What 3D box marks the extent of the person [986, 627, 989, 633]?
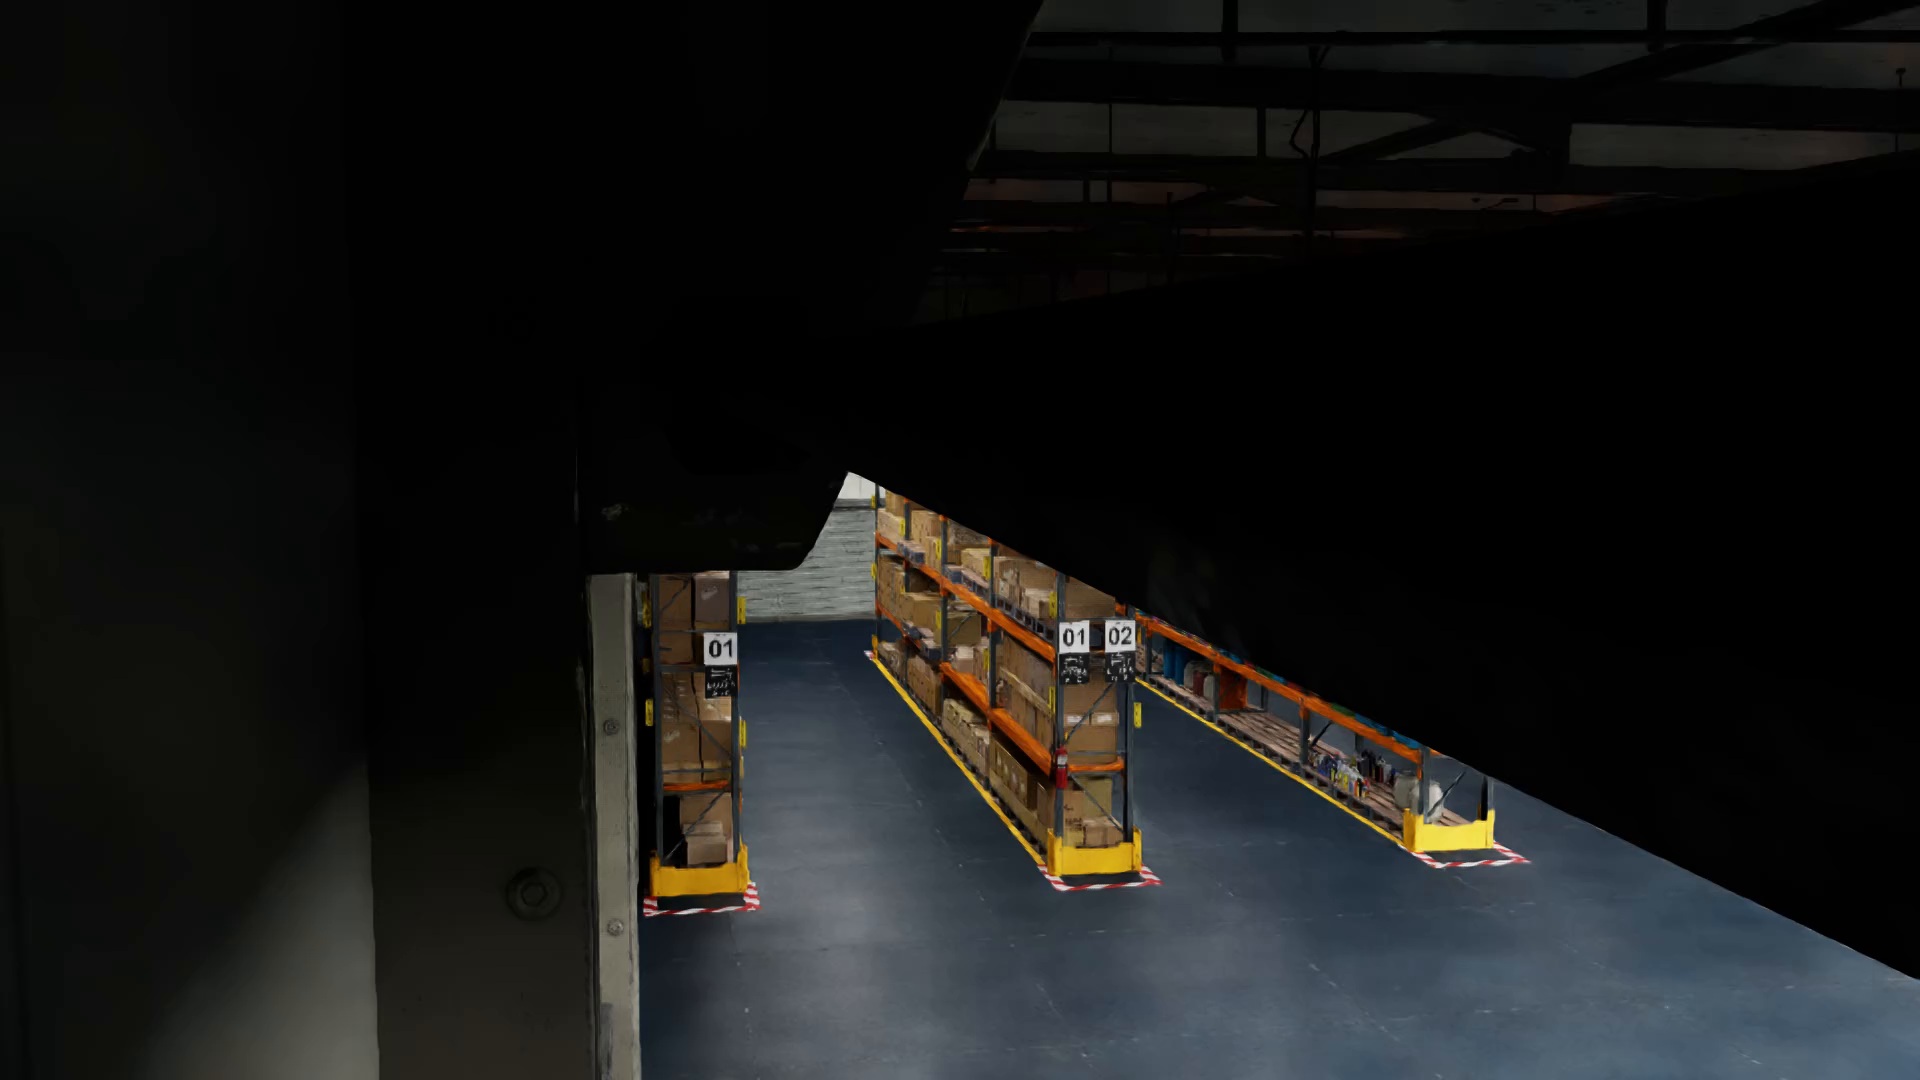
[{"bbox_3d":[0.637,1.619,34.803,0.536,0.674,0.349,-1,6,-12],"label":"person"}]
